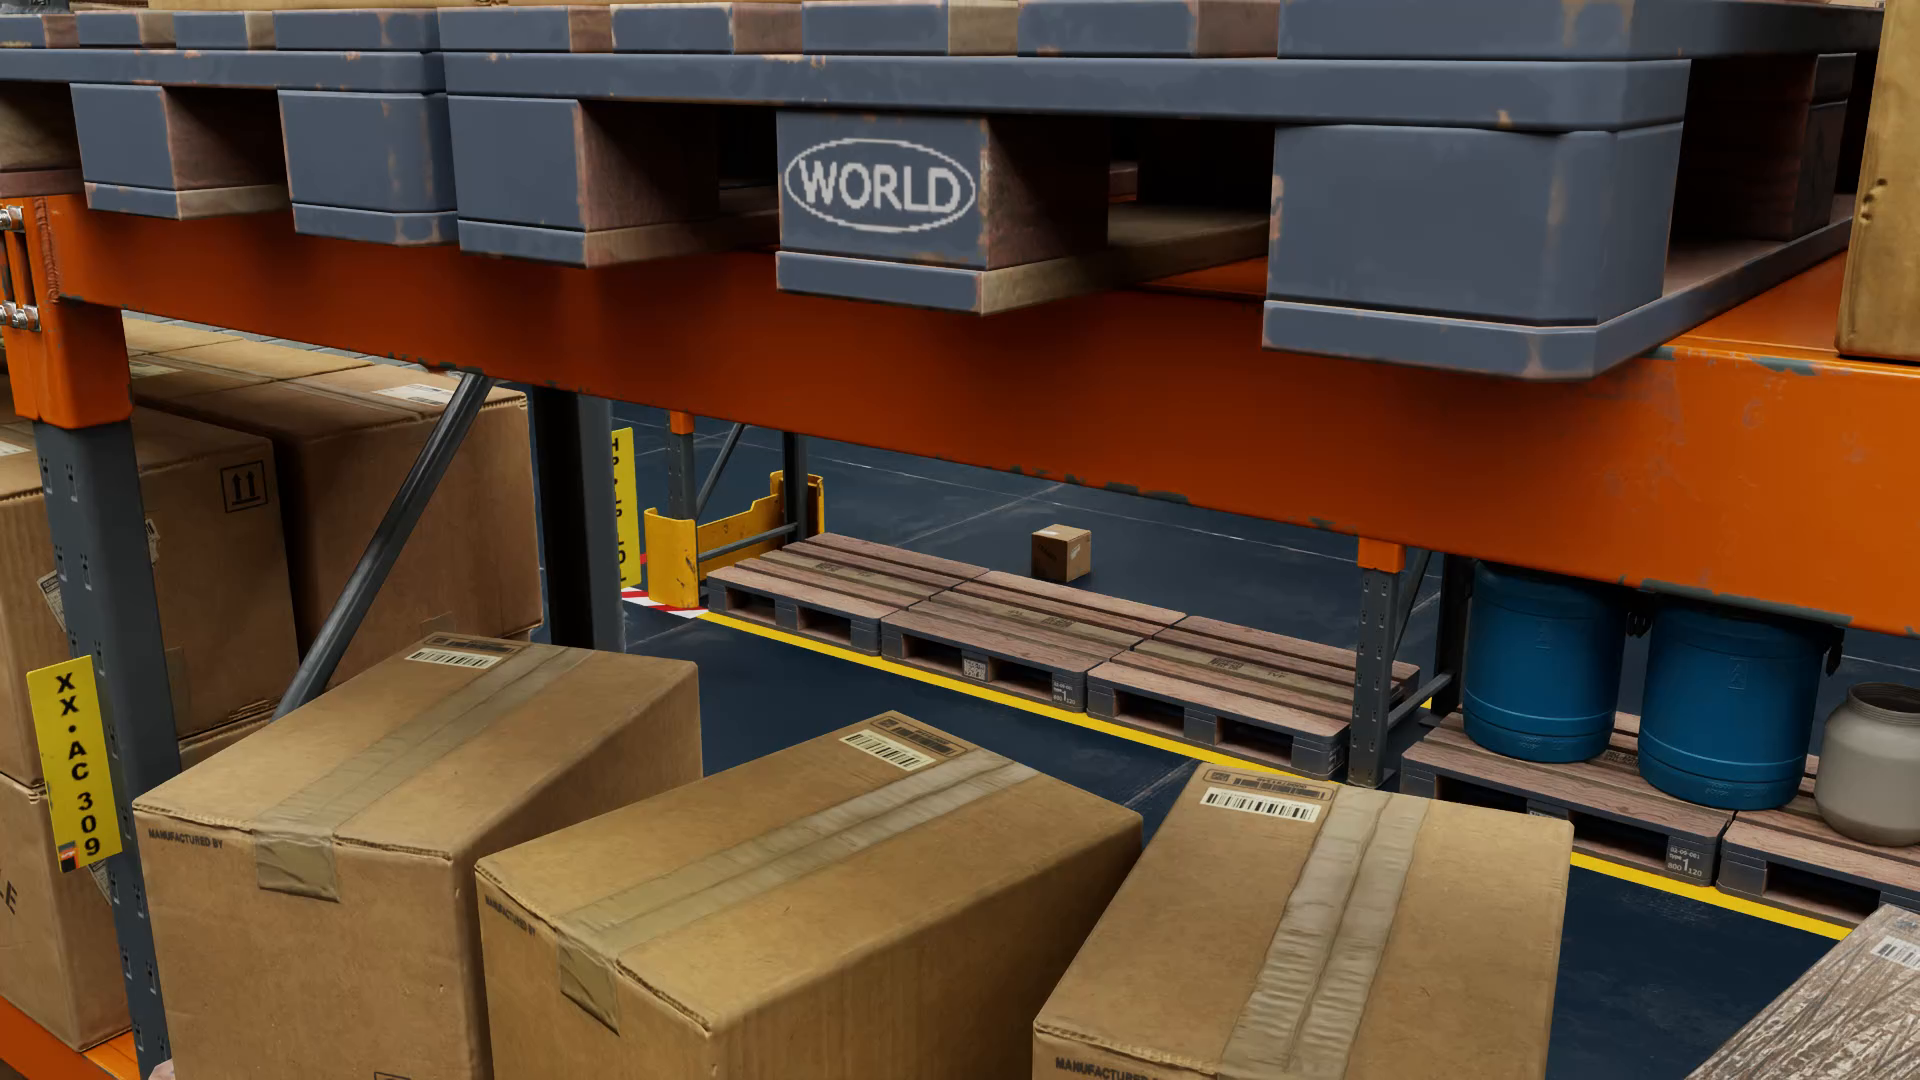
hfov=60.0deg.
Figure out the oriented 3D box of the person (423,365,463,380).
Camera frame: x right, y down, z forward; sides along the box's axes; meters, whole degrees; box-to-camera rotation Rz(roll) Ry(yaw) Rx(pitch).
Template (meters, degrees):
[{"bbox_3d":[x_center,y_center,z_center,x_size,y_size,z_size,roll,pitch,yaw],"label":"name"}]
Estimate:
[{"bbox_3d":[-2.692,-0.302,8.538,0.479,1.549,0.806,-14,22,-39],"label":"person"}]
